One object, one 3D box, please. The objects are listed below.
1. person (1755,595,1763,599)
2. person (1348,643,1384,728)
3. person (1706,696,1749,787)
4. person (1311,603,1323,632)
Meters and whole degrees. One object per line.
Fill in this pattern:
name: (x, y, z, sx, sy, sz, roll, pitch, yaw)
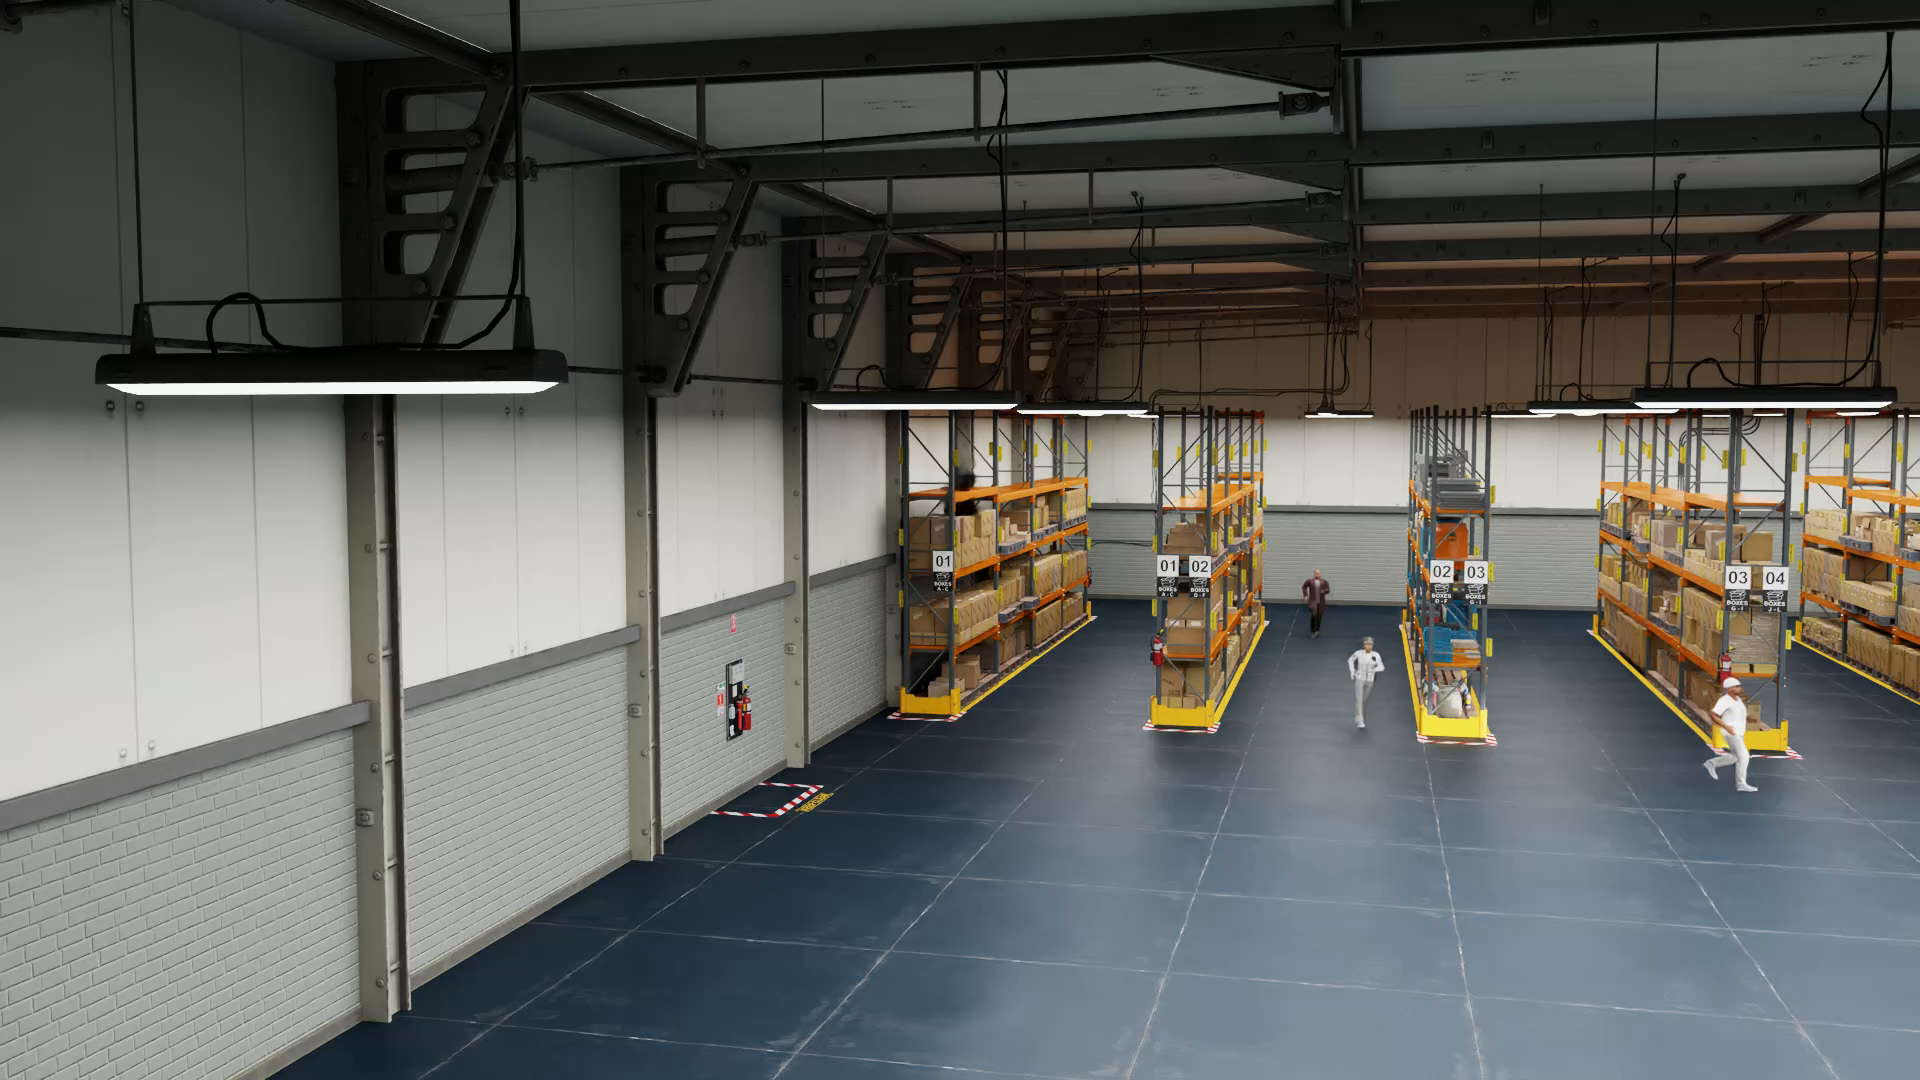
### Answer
person: (20.411, 1.820, 42.883, 0.659, 1.518, 0.550, 3, 5, 40)
person: (7.564, 2.643, 30.911, 0.627, 1.638, 1.032, 0, 4, 3)
person: (11.939, 3.107, 25.857, 0.676, 1.400, 0.684, 4, 6, 44)
person: (9.419, 1.950, 43.970, 0.393, 0.971, 0.700, 0, 4, 0)
